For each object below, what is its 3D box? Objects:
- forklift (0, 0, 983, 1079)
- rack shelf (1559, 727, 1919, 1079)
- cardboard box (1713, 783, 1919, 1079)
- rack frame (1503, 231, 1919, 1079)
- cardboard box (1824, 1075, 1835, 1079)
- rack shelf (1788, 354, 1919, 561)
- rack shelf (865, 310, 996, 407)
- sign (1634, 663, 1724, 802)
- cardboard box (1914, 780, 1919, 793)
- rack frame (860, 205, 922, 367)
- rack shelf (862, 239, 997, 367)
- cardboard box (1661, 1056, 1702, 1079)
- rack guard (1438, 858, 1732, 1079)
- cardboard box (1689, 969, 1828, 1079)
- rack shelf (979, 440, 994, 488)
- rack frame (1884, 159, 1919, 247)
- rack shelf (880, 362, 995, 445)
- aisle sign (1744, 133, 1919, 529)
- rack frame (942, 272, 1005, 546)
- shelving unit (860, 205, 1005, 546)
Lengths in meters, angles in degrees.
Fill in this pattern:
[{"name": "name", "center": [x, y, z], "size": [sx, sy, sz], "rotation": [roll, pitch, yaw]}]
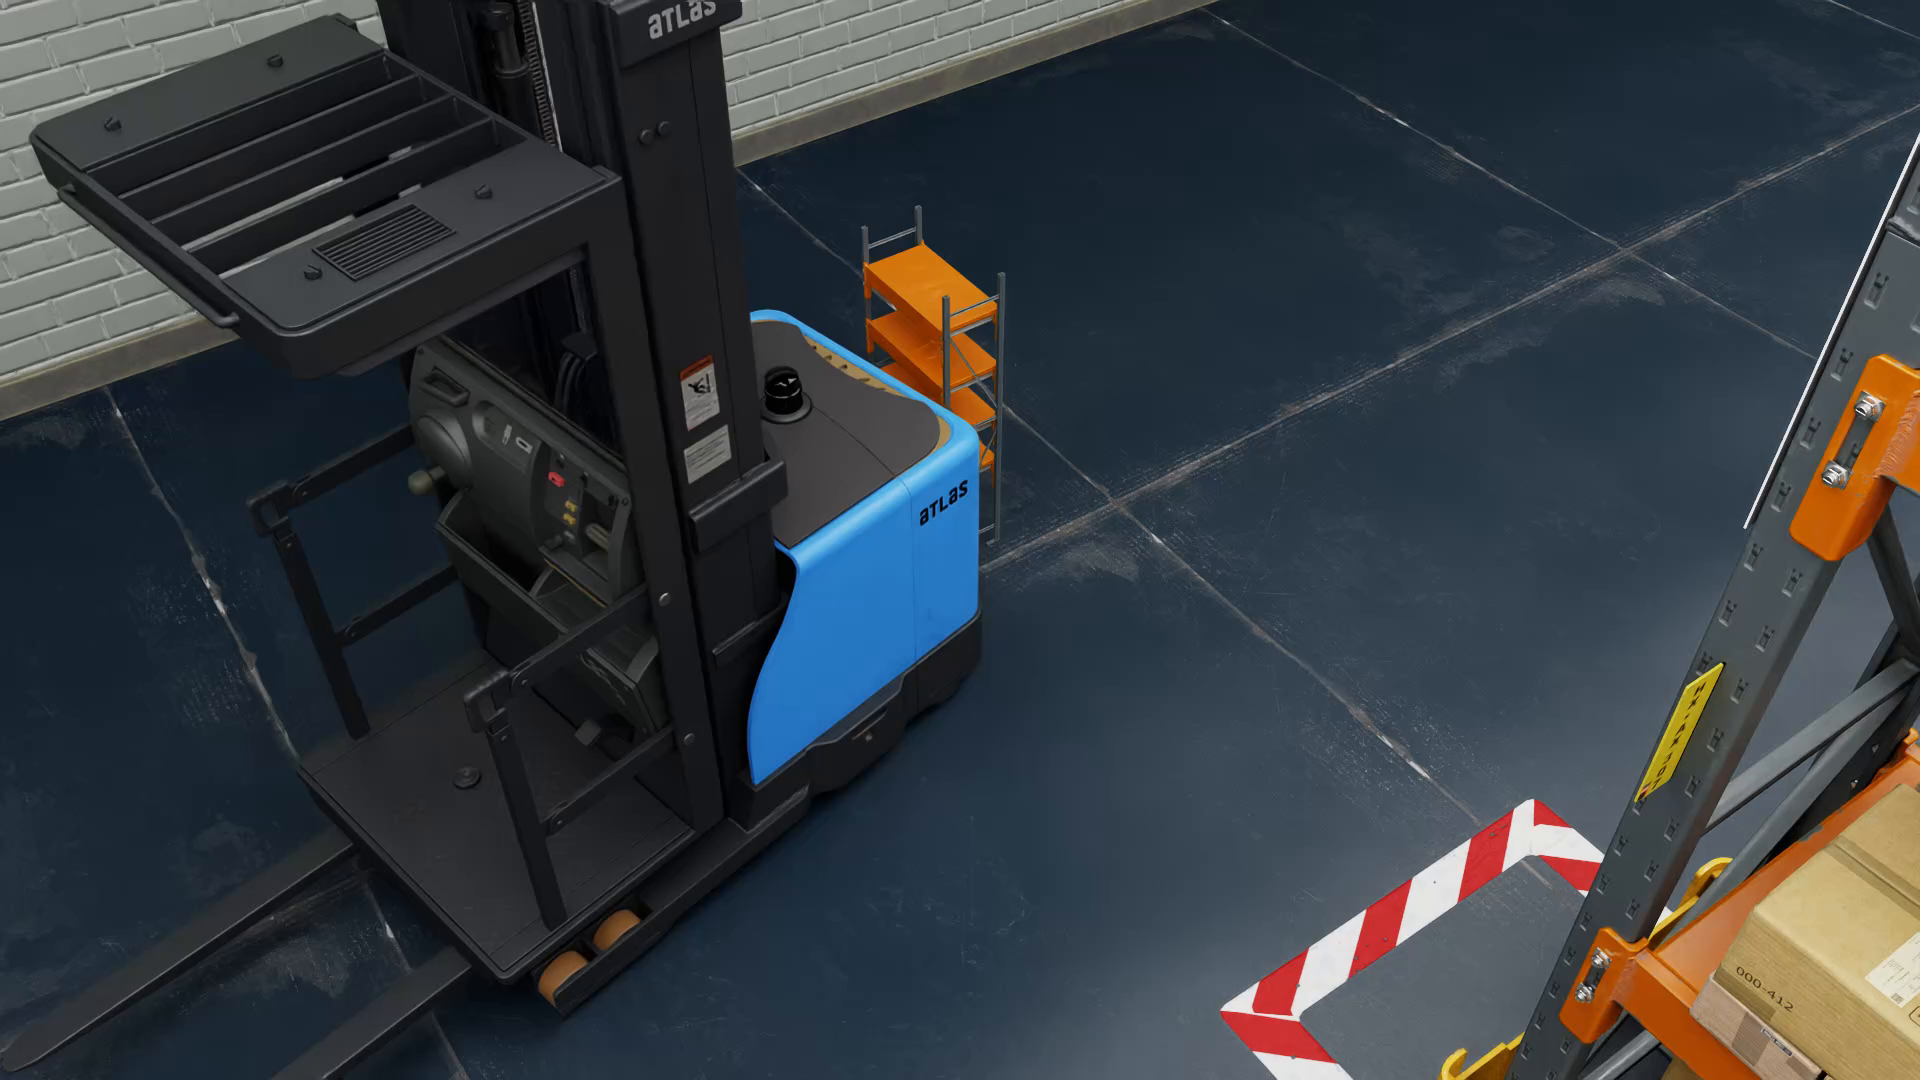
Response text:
[{"name": "forklift", "center": [-1.301, -0.107, 4.239], "size": [1.130, 2.935, 3.031], "rotation": [33, 53, 30]}, {"name": "rack shelf", "center": [2.907, 1.873, 2.637], "size": [1.077, 0.370, 4.000], "rotation": [-26, 49, -24]}, {"name": "cardboard box", "center": [1.816, 0.805, 3.127], "size": [0.500, 0.250, 0.500], "rotation": [-27, 50, -25]}, {"name": "rack frame", "center": [1.763, 0.480, 3.575], "size": [1.000, 3.000, 0.127], "rotation": [-26, 49, -24]}, {"name": "cardboard box", "center": [1.844, 1.047, 3.163], "size": [0.380, 0.149, 0.250], "rotation": [-26, 50, -25]}, {"name": "rack shelf", "center": [2.907, 0.788, 1.601], "size": [1.077, 0.370, 4.000], "rotation": [-26, 49, -24]}, {"name": "rack shelf", "center": [-0.095, -0.641, 5.826], "size": [0.258, 0.148, 0.480], "rotation": [-26, 49, -24]}, {"name": "sign", "center": [1.305, 0.354, 3.022], "size": [0.100, 0.325, 0.005], "rotation": [-26, 49, -24]}, {"name": "cardboard box", "center": [2.258, 0.596, 3.346], "size": [0.500, 0.250, 0.500], "rotation": [-26, 50, -25]}, {"name": "rack frame", "center": [-0.234, -0.666, 6.079], "size": [0.240, 1.200, 0.015], "rotation": [-26, 49, -24]}, {"name": "rack shelf", "center": [-0.095, -0.812, 5.663], "size": [0.258, 0.148, 0.480], "rotation": [-26, 49, -24]}, {"name": "cardboard box", "center": [2.195, 1.428, 3.817], "size": [0.875, 0.875, 0.875], "rotation": [-26, 49, -24]}, {"name": "rack guard", "center": [1.750, 1.371, 4.452], "size": [1.175, 0.500, 0.348], "rotation": [-26, 49, -24]}, {"name": "cardboard box", "center": [1.696, 0.902, 3.314], "size": [0.380, 0.149, 0.250], "rotation": [-25, 49, -24]}, {"name": "rack shelf", "center": [-0.095, -0.335, 6.117], "size": [0.258, 0.148, 0.480], "rotation": [-26, 49, -24]}, {"name": "rack frame", "center": [1.763, -1.690, 1.503], "size": [1.000, 3.000, 0.127], "rotation": [-26, 49, -24]}, {"name": "rack shelf", "center": [-0.095, -0.479, 5.980], "size": [0.258, 0.148, 0.480], "rotation": [-26, 49, -24]}, {"name": "aisle sign", "center": [1.476, -0.383, 2.596], "size": [0.394, 0.787, 0.004], "rotation": [-26, 49, -24]}, {"name": "rack frame", "center": [0.045, -0.390, 5.789], "size": [0.240, 1.200, 0.015], "rotation": [-26, 49, -24]}, {"name": "shelving unit", "center": [-0.095, -0.528, 5.934], "size": [0.258, 1.200, 0.503], "rotation": [-26, 49, -24]}]
